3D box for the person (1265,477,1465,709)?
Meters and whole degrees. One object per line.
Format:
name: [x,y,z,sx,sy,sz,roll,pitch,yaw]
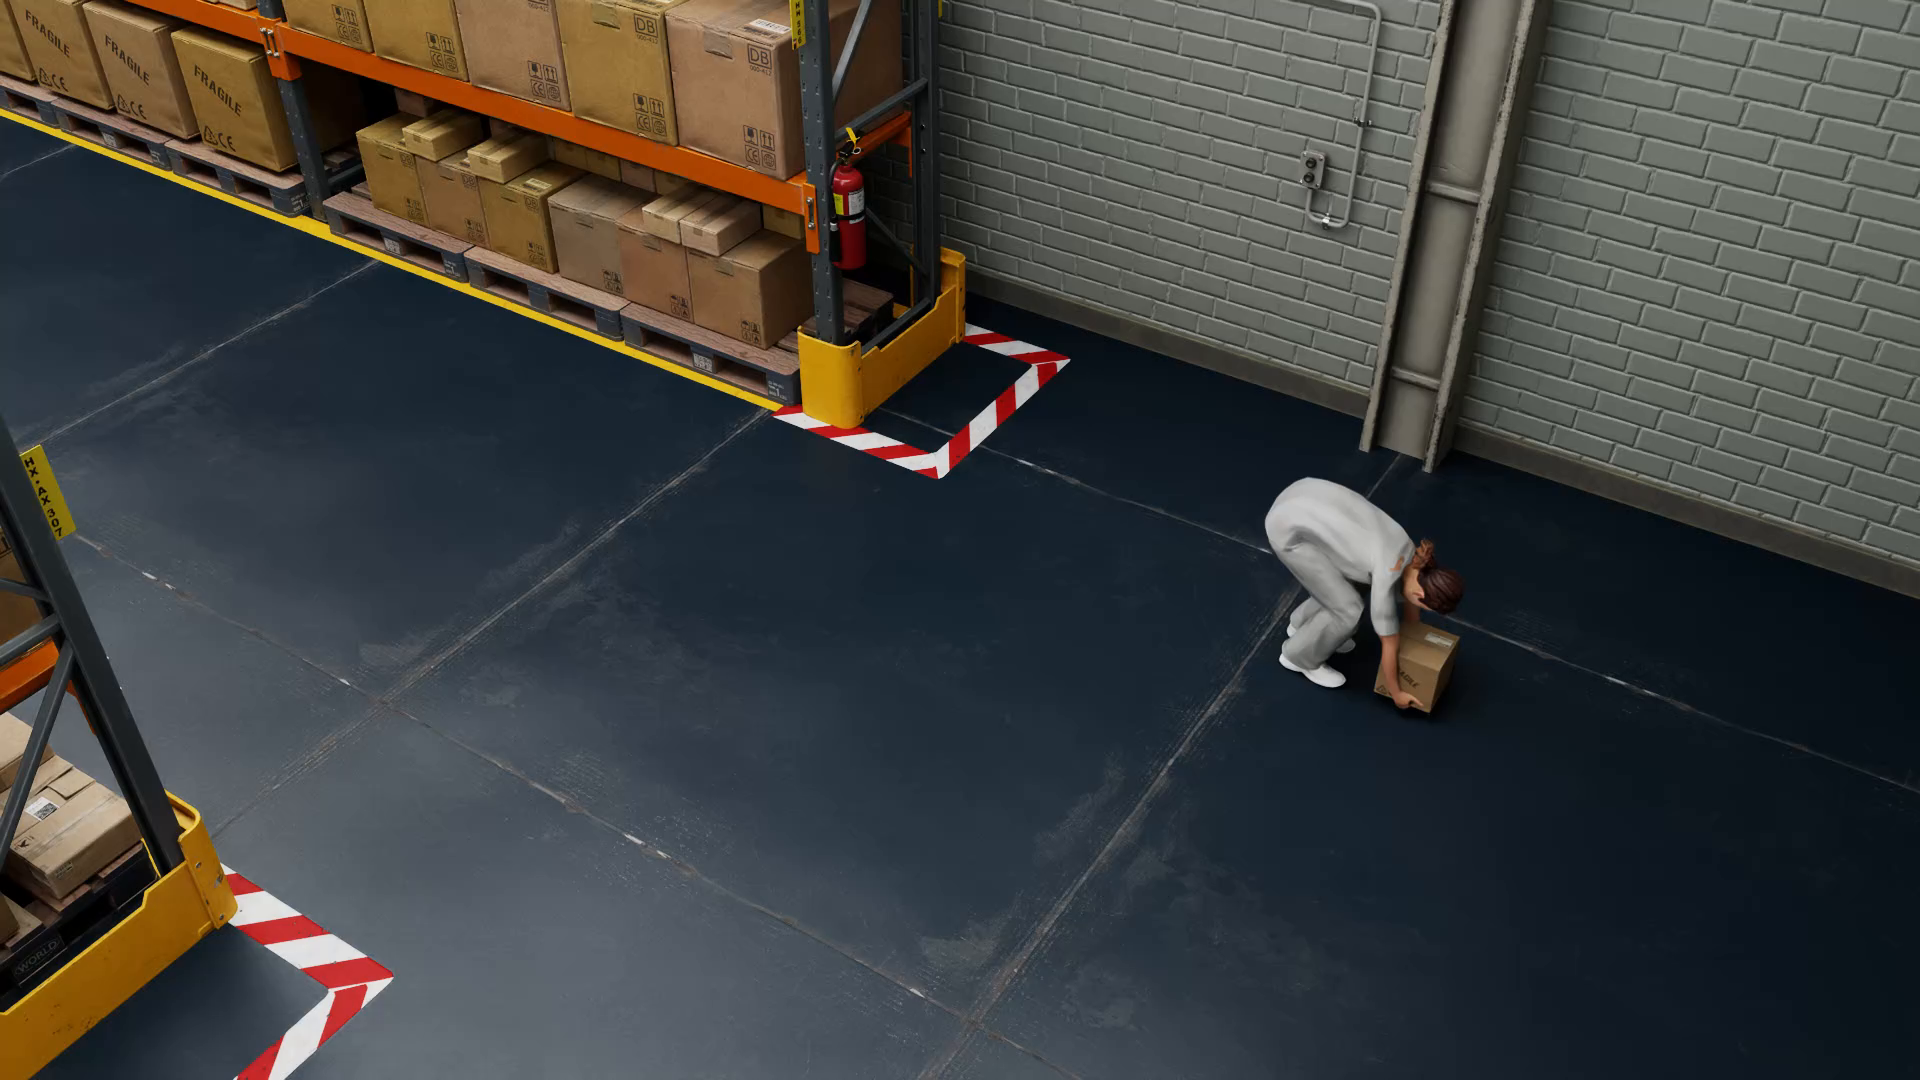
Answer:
person: [1.687,0.214,7.038,0.847,0.892,0.462,20,43,23]
